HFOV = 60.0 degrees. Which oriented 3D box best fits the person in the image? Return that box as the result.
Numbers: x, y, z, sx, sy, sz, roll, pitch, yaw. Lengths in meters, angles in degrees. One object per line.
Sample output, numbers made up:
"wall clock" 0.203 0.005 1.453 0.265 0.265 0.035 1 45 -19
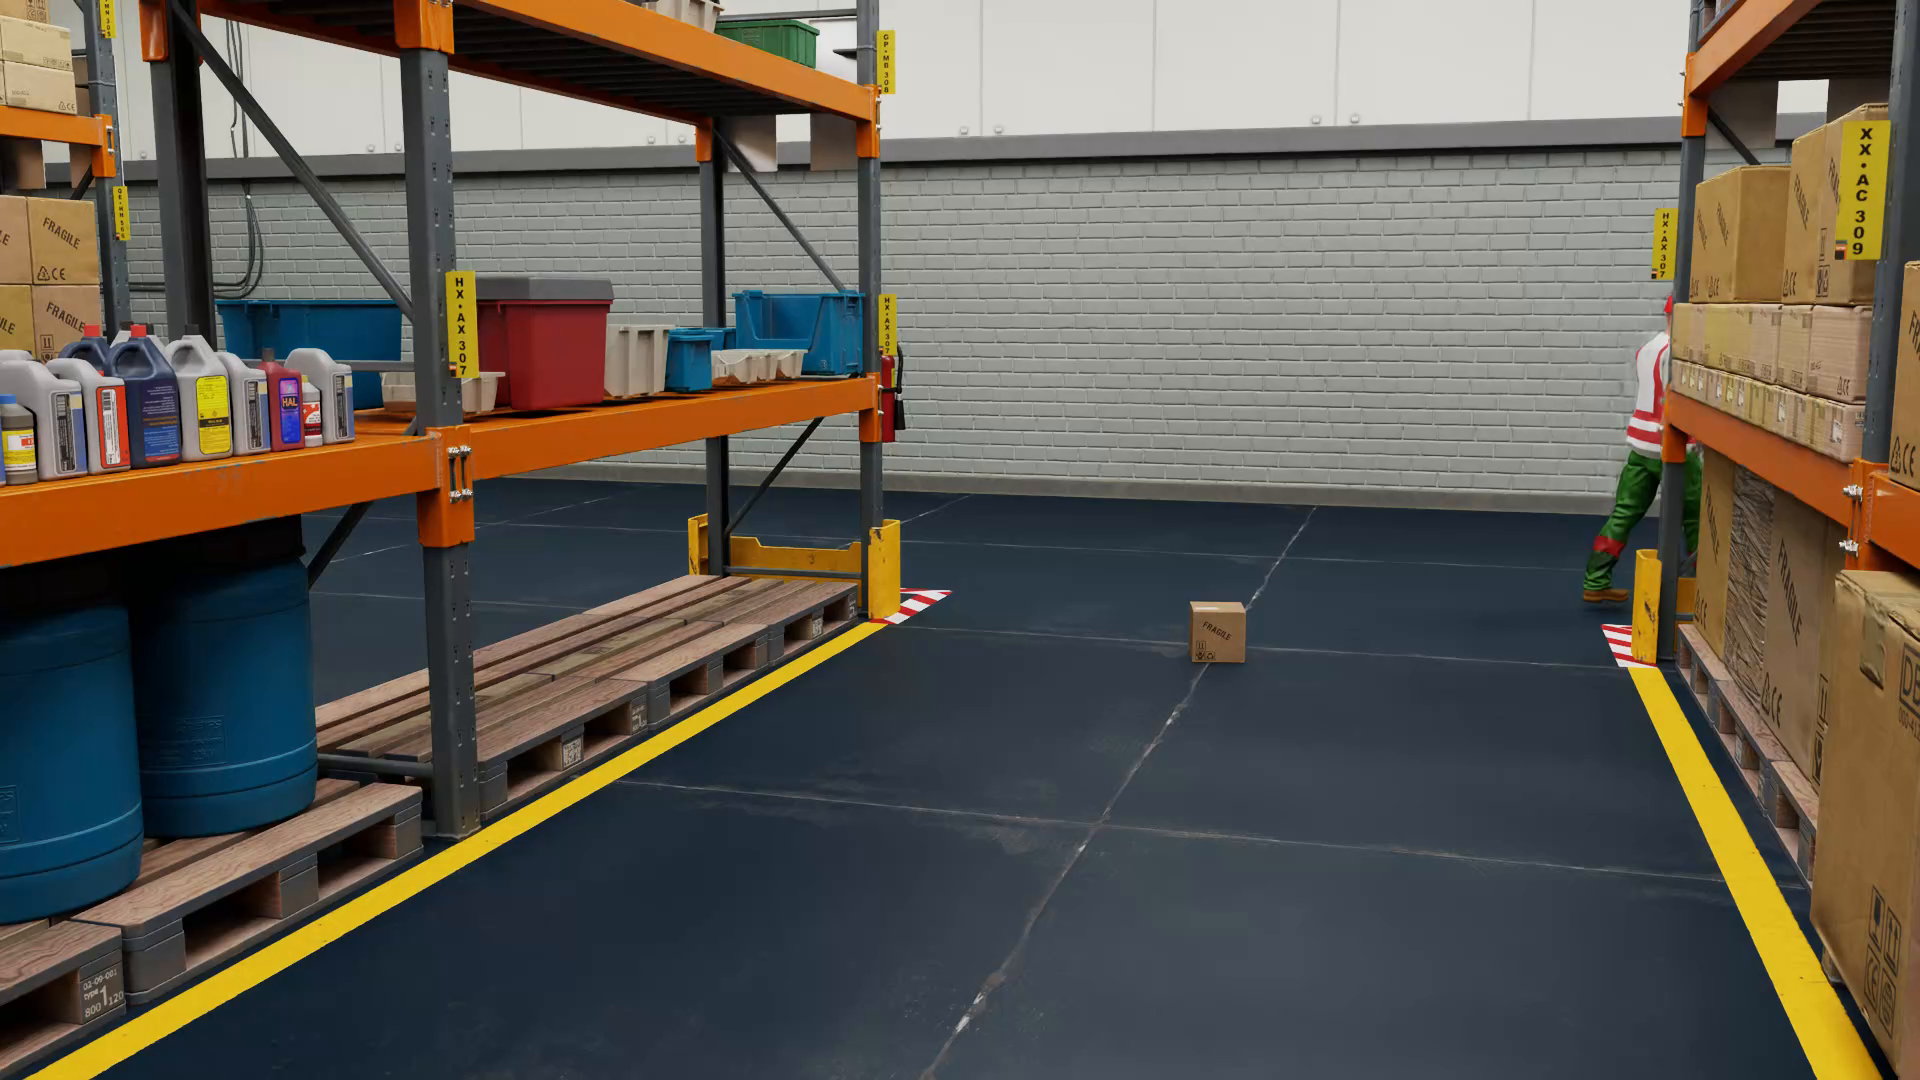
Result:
"person" 3.944 -0.486 9.115 0.956 1.758 0.549 -1 8 -7
